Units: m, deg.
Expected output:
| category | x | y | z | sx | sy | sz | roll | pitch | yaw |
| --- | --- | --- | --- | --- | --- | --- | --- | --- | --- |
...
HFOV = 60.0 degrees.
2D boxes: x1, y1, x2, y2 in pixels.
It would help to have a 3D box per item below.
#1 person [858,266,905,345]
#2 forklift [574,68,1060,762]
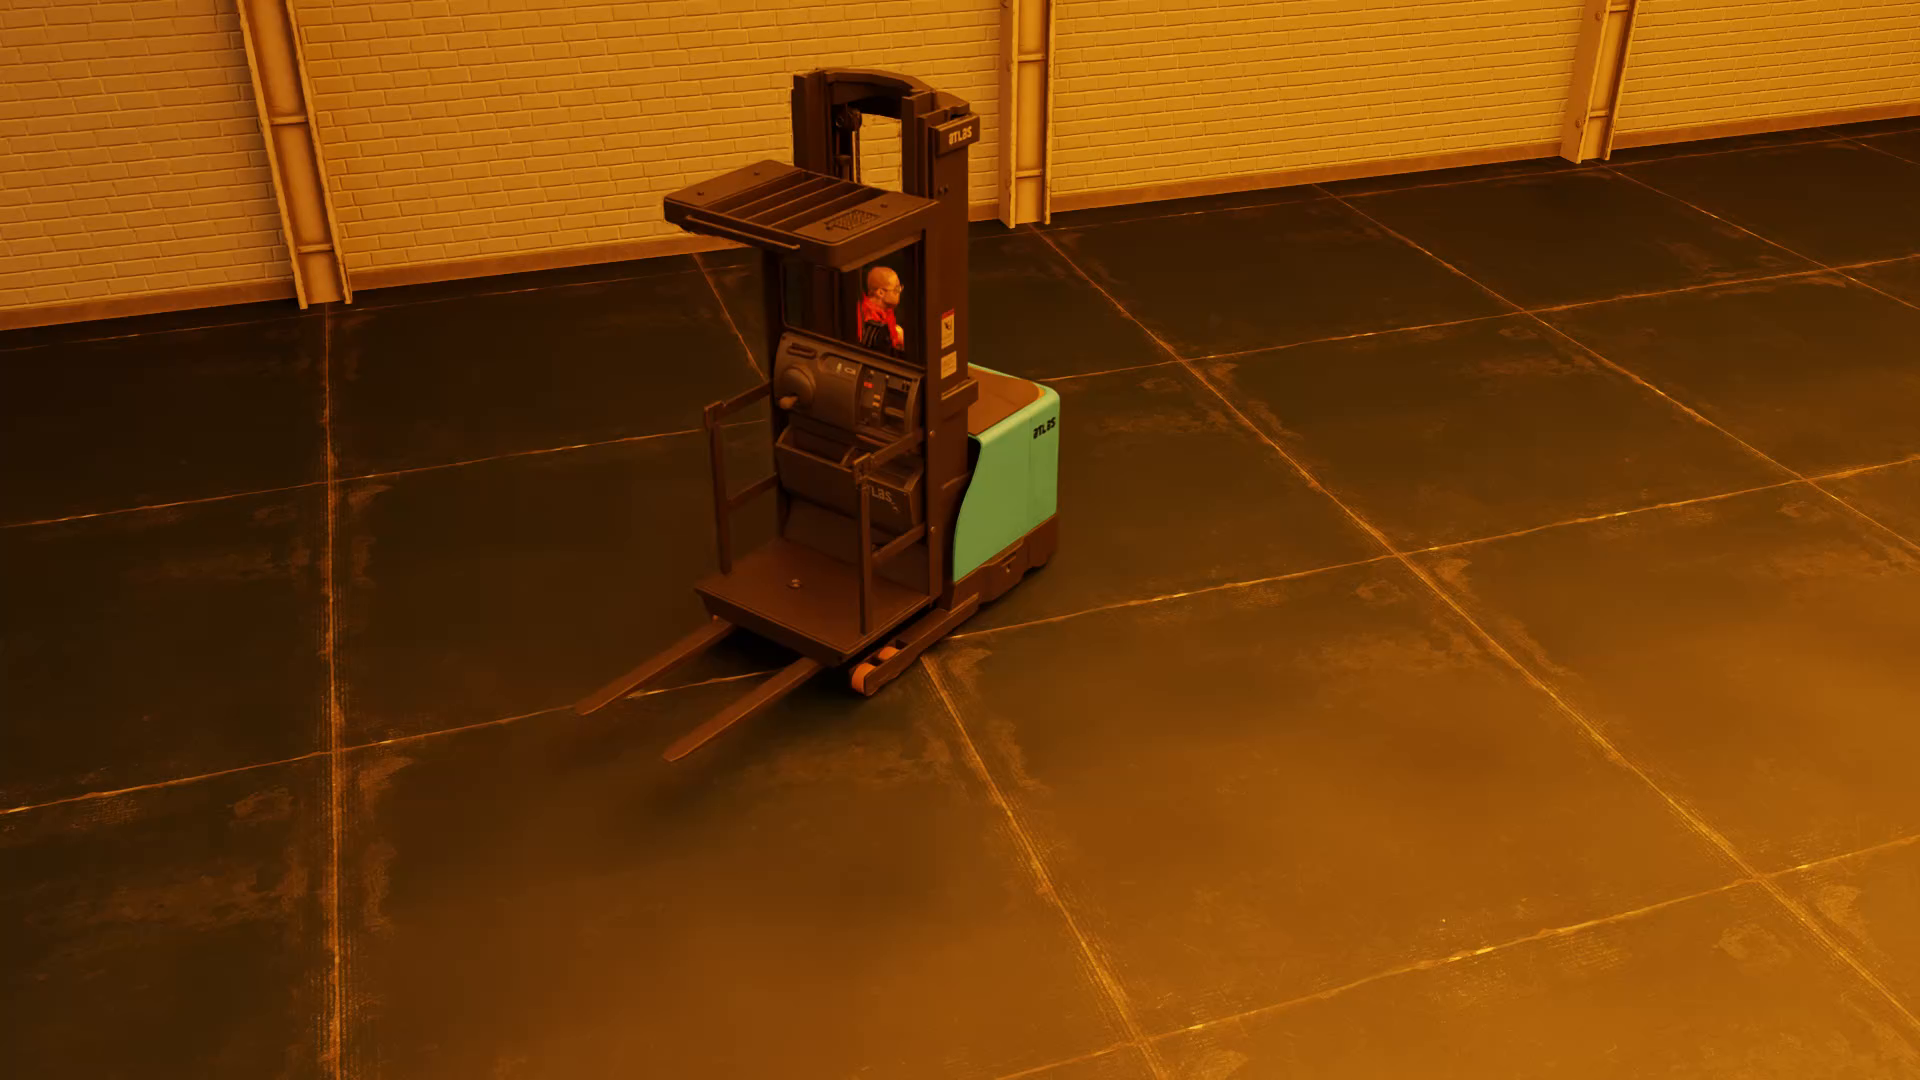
| category | x | y | z | sx | sy | sz | roll | pitch | yaw |
| --- | --- | --- | --- | --- | --- | --- | --- | --- | --- |
| person | -0.248 | -0.943 | 10.228 | 0.843 | 1.531 | 0.819 | -1 | 30 | -1 |
| forklift | -0.710 | -0.742 | 8.376 | 1.130 | 2.935 | 3.031 | 21 | 36 | 31 |
